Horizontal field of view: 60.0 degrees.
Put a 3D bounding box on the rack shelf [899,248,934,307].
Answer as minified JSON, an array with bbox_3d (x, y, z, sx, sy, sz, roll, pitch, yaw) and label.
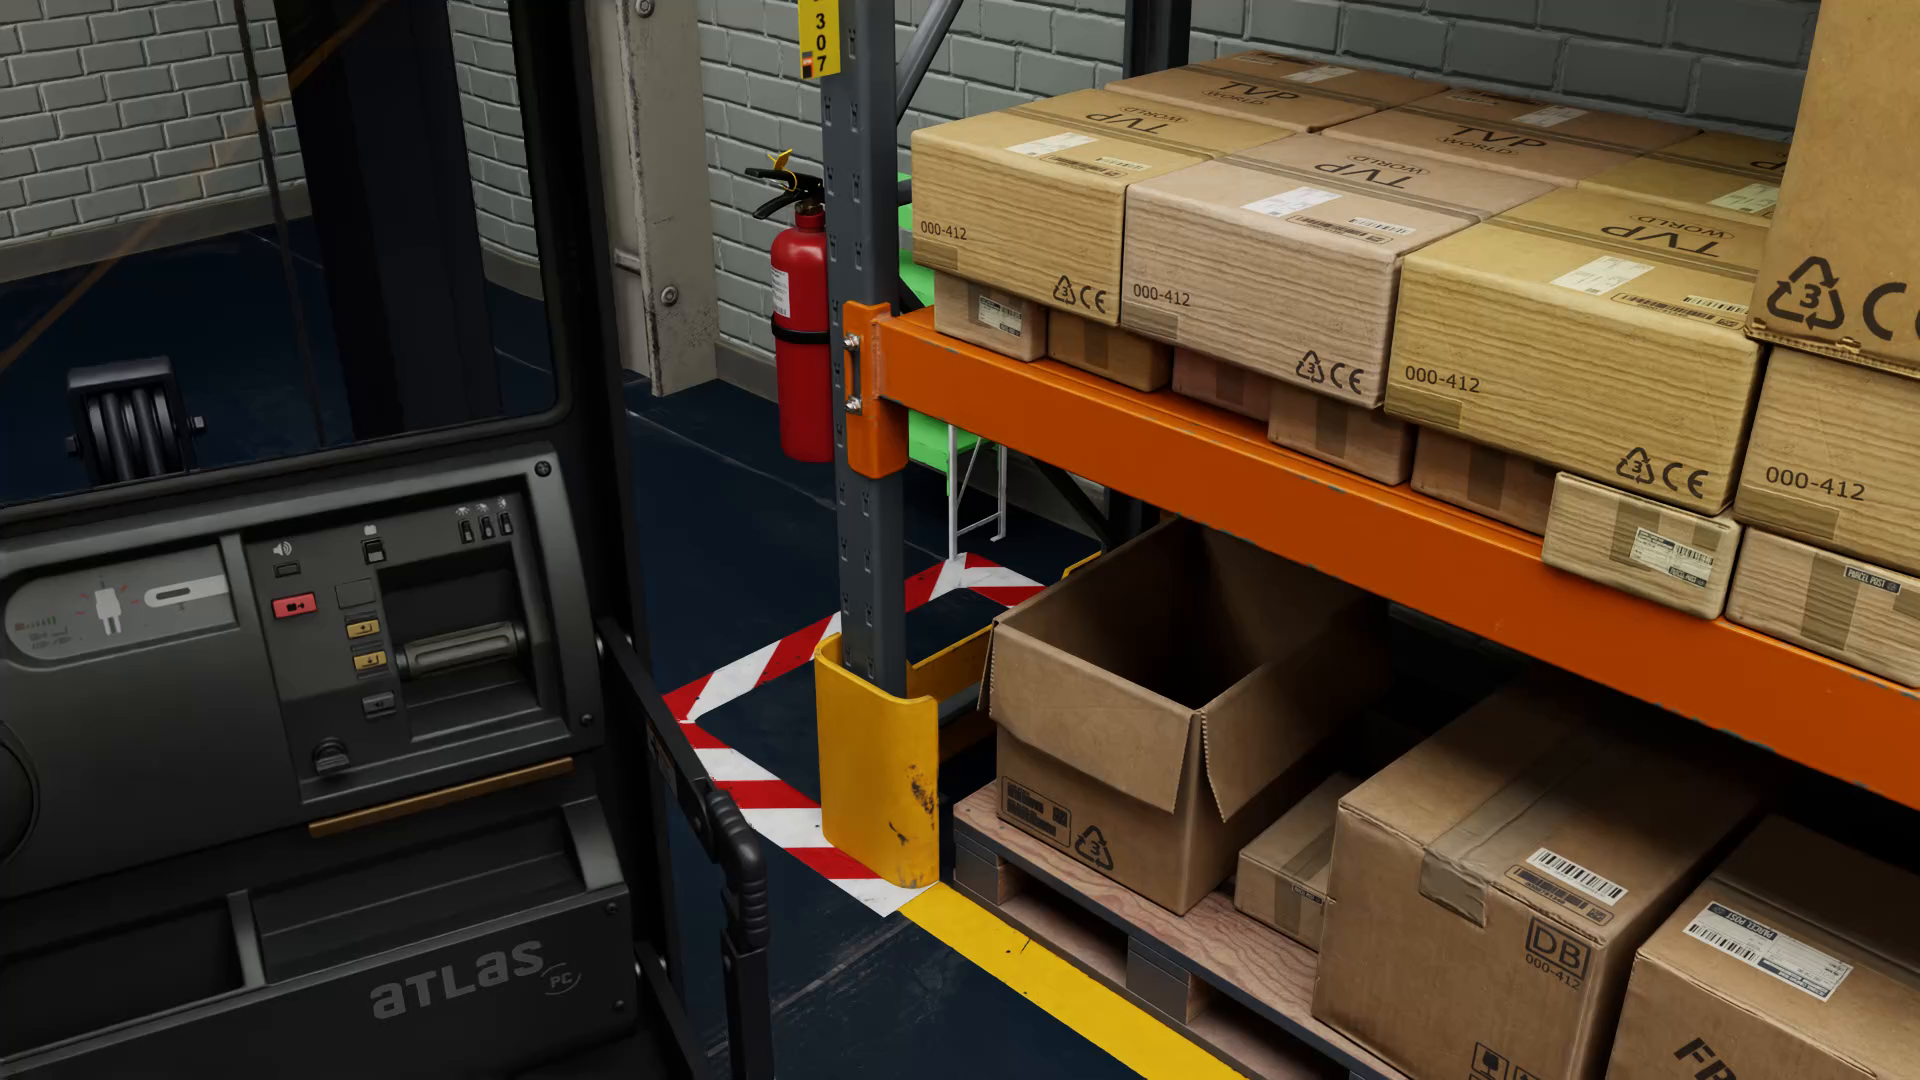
[{"bbox_3d":[-0.118,-0.741,4.992,0.480,0.148,0.258,25,36,38],"label":"rack shelf"}]

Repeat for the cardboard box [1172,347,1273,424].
[{"bbox_3d":[0.593,-0.351,2.964,0.250,0.149,0.380,24,36,38],"label":"cardboard box"}]

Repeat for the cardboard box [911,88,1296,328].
[{"bbox_3d":[0.260,-0.630,3.067,0.500,0.250,0.500,25,37,39],"label":"cardboard box"}]

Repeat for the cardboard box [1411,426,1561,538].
[{"bbox_3d":[0.924,-0.163,2.607,0.380,0.149,0.250,-25,36,-38],"label":"cardboard box"}]

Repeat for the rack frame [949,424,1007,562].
[{"bbox_3d":[0.056,-0.506,4.922,0.015,1.200,0.240,25,36,38],"label":"rack frame"}]

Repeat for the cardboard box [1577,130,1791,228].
[{"bbox_3d":[1.356,-0.474,2.769,0.500,0.250,0.500,-24,36,-38],"label":"cardboard box"}]

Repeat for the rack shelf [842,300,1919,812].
[{"bbox_3d":[1.551,0.169,2.479,4.000,0.370,1.077,25,36,38],"label":"rack shelf"}]

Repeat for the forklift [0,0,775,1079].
[{"bbox_3d":[-0.801,0.195,1.729,1.130,2.935,3.031,-13,30,-23],"label":"forklift"}]

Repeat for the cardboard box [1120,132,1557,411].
[{"bbox_3d":[0.620,-0.466,2.754,0.500,0.250,0.500,-25,37,-39],"label":"cardboard box"}]

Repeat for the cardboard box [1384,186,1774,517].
[{"bbox_3d":[0.983,-0.301,2.442,0.500,0.250,0.500,24,36,37],"label":"cardboard box"}]

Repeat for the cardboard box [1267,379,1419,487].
[{"bbox_3d":[0.730,-0.248,2.769,0.380,0.149,0.250,-24,36,-38],"label":"cardboard box"}]

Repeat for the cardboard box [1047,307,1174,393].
[{"bbox_3d":[0.381,-0.425,3.105,0.380,0.149,0.250,-24,36,-38],"label":"cardboard box"}]

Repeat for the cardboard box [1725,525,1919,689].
[{"bbox_3d":[1.253,0.023,2.253,0.380,0.149,0.250,-24,36,-38],"label":"cardboard box"}]

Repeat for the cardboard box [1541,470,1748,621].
[{"bbox_3d":[1.051,-0.056,2.403,0.250,0.149,0.380,23,36,37],"label":"cardboard box"}]

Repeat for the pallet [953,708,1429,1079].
[{"bbox_3d":[0.749,0.717,3.660,1.213,0.211,1.003,25,36,38],"label":"pallet"}]

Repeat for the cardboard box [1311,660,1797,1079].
[{"bbox_3d":[1.077,0.641,3.042,0.700,0.500,0.500,-24,36,-37],"label":"cardboard box"}]

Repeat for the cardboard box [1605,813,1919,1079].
[{"bbox_3d":[1.384,0.847,2.651,0.500,0.500,0.500,-24,36,-38],"label":"cardboard box"}]

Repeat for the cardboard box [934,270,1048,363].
[{"bbox_3d":[0.167,-0.493,3.234,0.250,0.149,0.380,24,36,38],"label":"cardboard box"}]

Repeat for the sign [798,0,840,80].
[{"bbox_3d":[-0.255,-1.005,3.009,0.005,0.325,0.100,25,36,38],"label":"sign"}]

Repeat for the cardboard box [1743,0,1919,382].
[{"bbox_3d":[1.330,-0.473,1.962,0.500,0.500,0.500,-24,36,-38],"label":"cardboard box"}]

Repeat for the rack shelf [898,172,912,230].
[{"bbox_3d":[-0.118,-0.953,4.880,0.480,0.148,0.258,25,36,38],"label":"rack shelf"}]

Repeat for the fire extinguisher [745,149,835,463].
[{"bbox_3d":[-0.304,-0.498,3.457,0.183,0.674,0.296,25,36,38],"label":"fire extinguisher"}]

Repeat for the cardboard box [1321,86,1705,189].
[{"bbox_3d":[1.006,-0.637,3.080,0.500,0.250,0.500,25,36,39],"label":"cardboard box"}]

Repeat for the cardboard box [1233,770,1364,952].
[{"bbox_3d":[0.771,0.656,3.391,0.250,0.149,0.380,23,35,37],"label":"cardboard box"}]

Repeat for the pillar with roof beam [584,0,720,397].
[{"bbox_3d":[-4.184,-3.208,1.681,0.400,9.000,9.100,25,36,38],"label":"pillar with roof beam"}]

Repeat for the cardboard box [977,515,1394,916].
[{"bbox_3d":[0.495,0.348,3.597,0.637,0.503,0.797,23,35,37],"label":"cardboard box"}]

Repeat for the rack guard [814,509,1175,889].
[{"bbox_3d":[0.179,0.329,4.087,0.348,0.500,1.175,25,36,38],"label":"rack guard"}]

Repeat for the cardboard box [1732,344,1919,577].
[{"bbox_3d":[1.363,-0.142,2.138,0.500,0.250,0.500,23,36,37],"label":"cardboard box"}]

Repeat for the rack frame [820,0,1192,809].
[{"bbox_3d":[0.125,-0.802,3.553,0.127,3.000,1.000,25,36,38],"label":"rack frame"}]

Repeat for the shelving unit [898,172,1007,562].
[{"bbox_3d":[-0.118,-0.585,5.074,0.503,1.200,0.258,25,36,38],"label":"shelving unit"}]

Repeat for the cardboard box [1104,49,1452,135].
[{"bbox_3d":[0.639,-0.805,3.400,0.500,0.250,0.500,-24,36,-38],"label":"cardboard box"}]

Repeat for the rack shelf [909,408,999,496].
[{"bbox_3d":[-0.118,-0.316,5.215,0.480,0.148,0.258,25,36,38],"label":"rack shelf"}]
